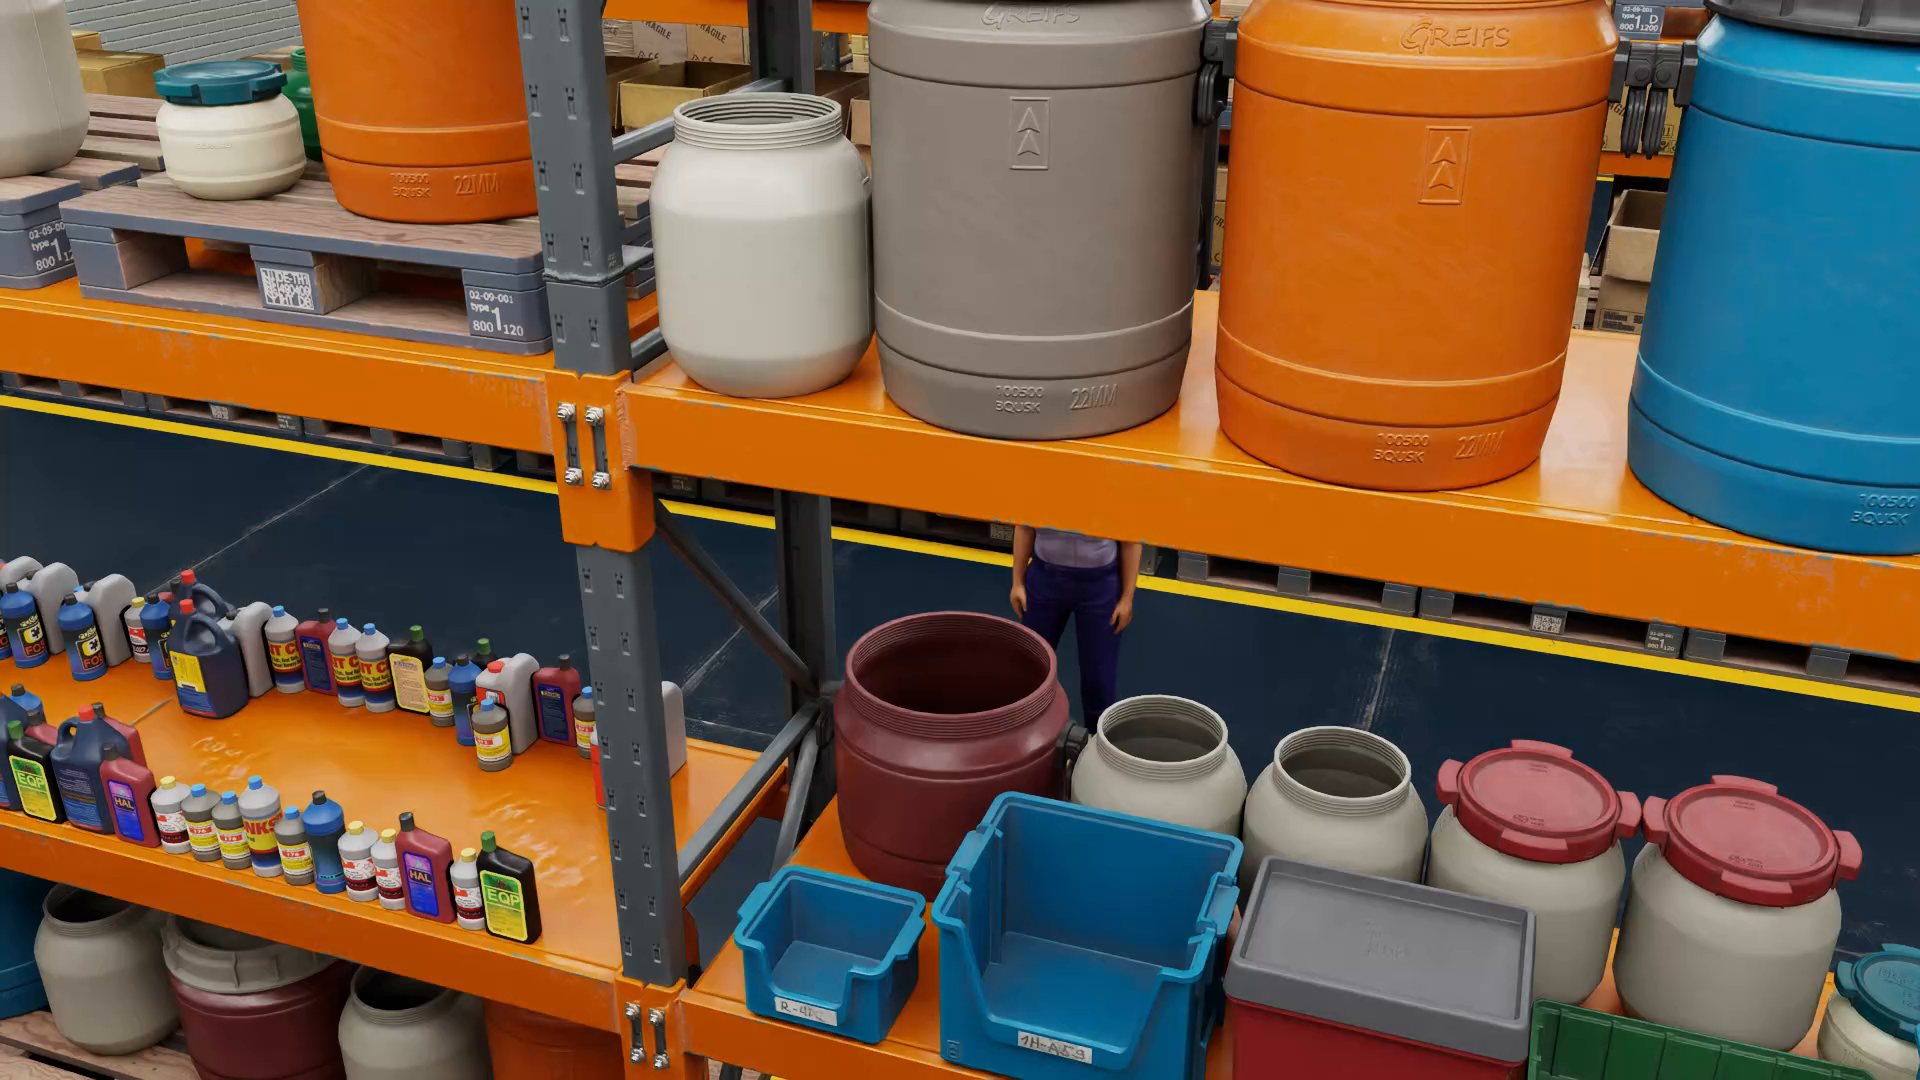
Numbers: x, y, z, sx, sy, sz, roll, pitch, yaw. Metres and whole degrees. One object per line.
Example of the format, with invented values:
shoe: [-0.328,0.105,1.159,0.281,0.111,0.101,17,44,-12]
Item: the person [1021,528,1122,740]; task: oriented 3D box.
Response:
person: [0.439,0.298,6.709,0.533,1.476,0.337,8,27,16]
